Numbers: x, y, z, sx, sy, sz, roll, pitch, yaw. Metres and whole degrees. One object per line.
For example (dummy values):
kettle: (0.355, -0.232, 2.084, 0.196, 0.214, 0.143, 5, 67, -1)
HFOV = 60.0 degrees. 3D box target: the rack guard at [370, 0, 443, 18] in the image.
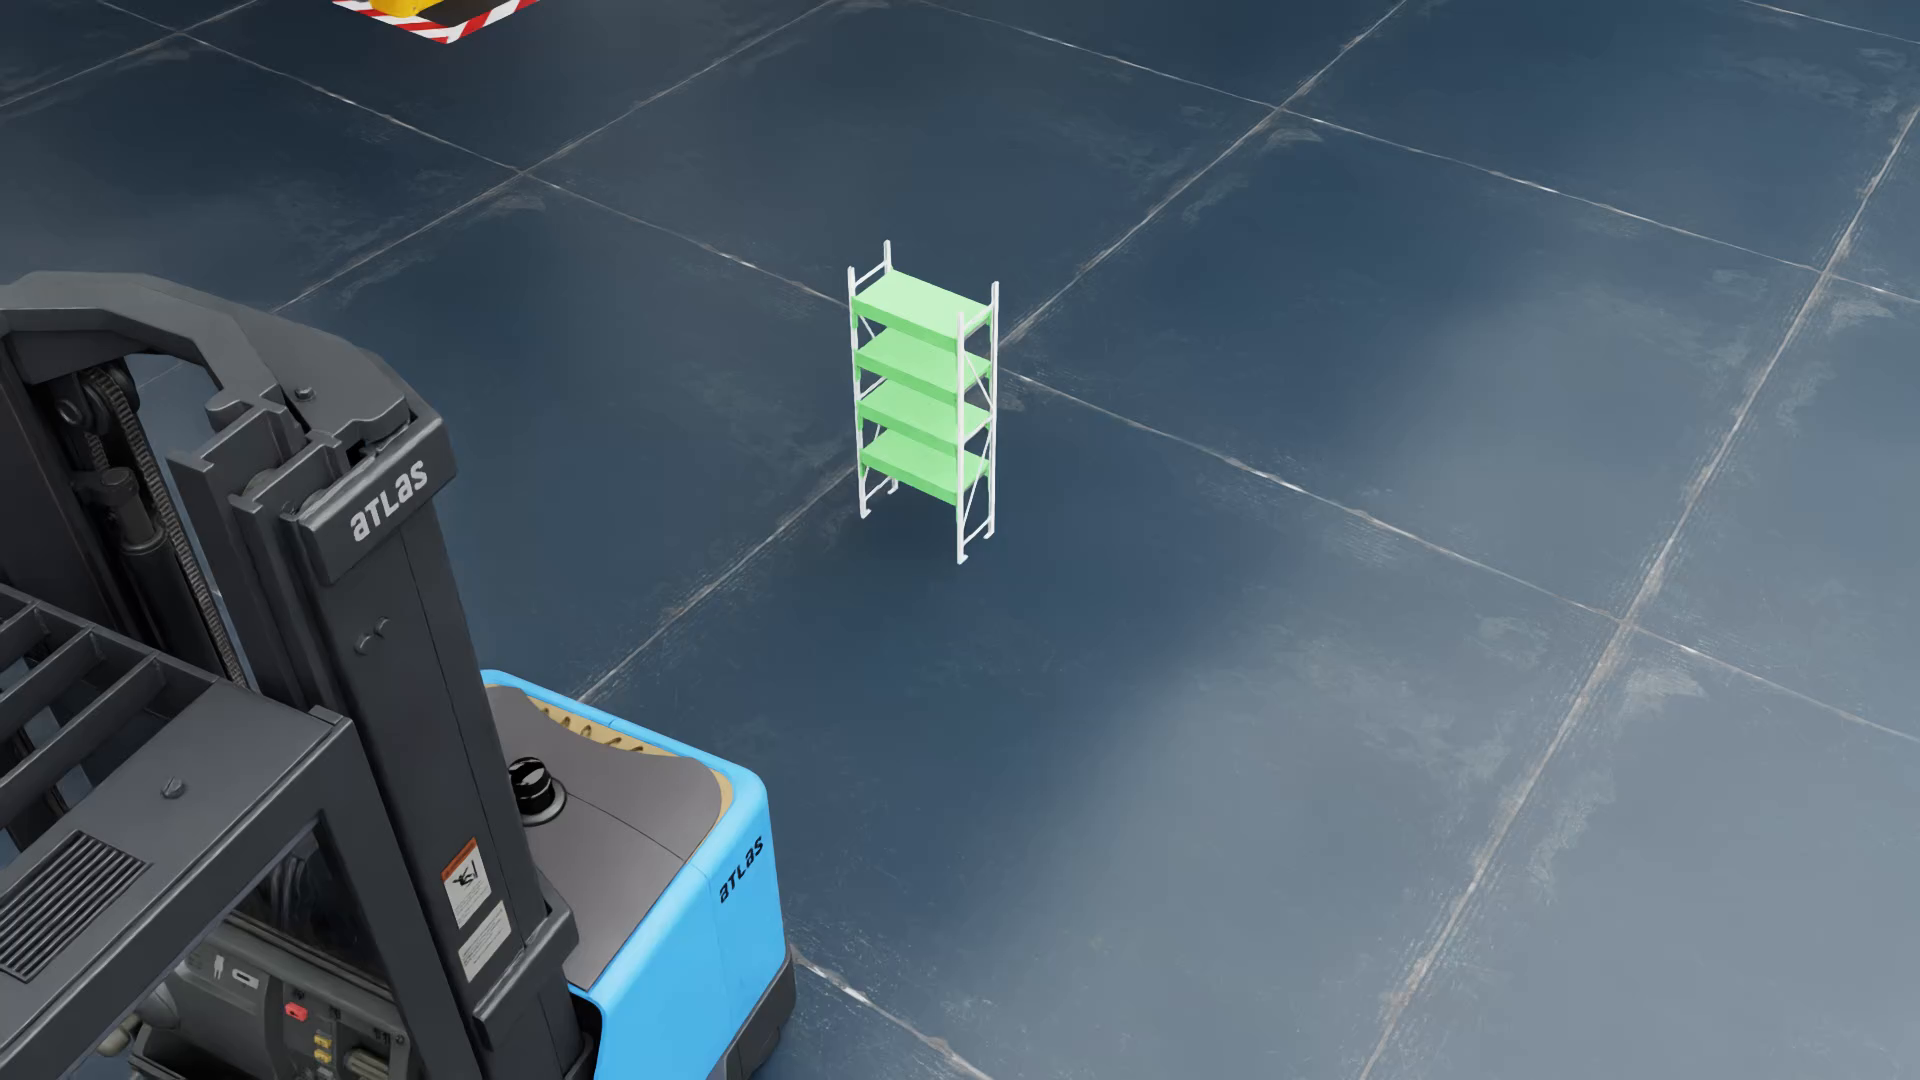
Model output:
rack guard: (-3.279, -3.818, 10.642, 0.348, 0.500, 1.175, 25, 48, 25)

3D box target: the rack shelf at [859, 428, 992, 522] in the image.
rack shelf: (-0.136, -0.284, 6.623, 0.480, 0.148, 0.258, 25, 48, 25)

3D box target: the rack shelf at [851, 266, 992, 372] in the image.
rack shelf: (-0.136, -0.821, 6.143, 0.480, 0.148, 0.258, 25, 48, 25)

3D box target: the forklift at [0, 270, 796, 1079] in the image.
forklift: (-1.604, 1.080, 3.345, 1.130, 2.935, 3.031, 18, 45, 19)

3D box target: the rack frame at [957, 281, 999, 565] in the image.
rack frame: (0.064, -0.417, 6.316, 0.015, 1.200, 0.240, 25, 48, 25)

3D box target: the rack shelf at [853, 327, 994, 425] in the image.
rack shelf: (-0.136, -0.642, 6.303, 0.480, 0.148, 0.258, 25, 48, 25)

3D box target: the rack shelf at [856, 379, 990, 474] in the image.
rack shelf: (-0.136, -0.463, 6.463, 0.480, 0.148, 0.258, 25, 48, 25)

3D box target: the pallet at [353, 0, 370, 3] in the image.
pallet: (-3.999, -3.983, 11.043, 1.213, 0.211, 1.003, 25, 48, 25)

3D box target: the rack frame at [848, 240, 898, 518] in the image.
rack frame: (-0.335, -0.604, 6.525, 0.015, 1.200, 0.240, 25, 48, 25)

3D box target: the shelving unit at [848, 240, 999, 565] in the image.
shelving unit: (-0.136, -0.511, 6.421, 0.503, 1.200, 0.258, 25, 48, 25)
